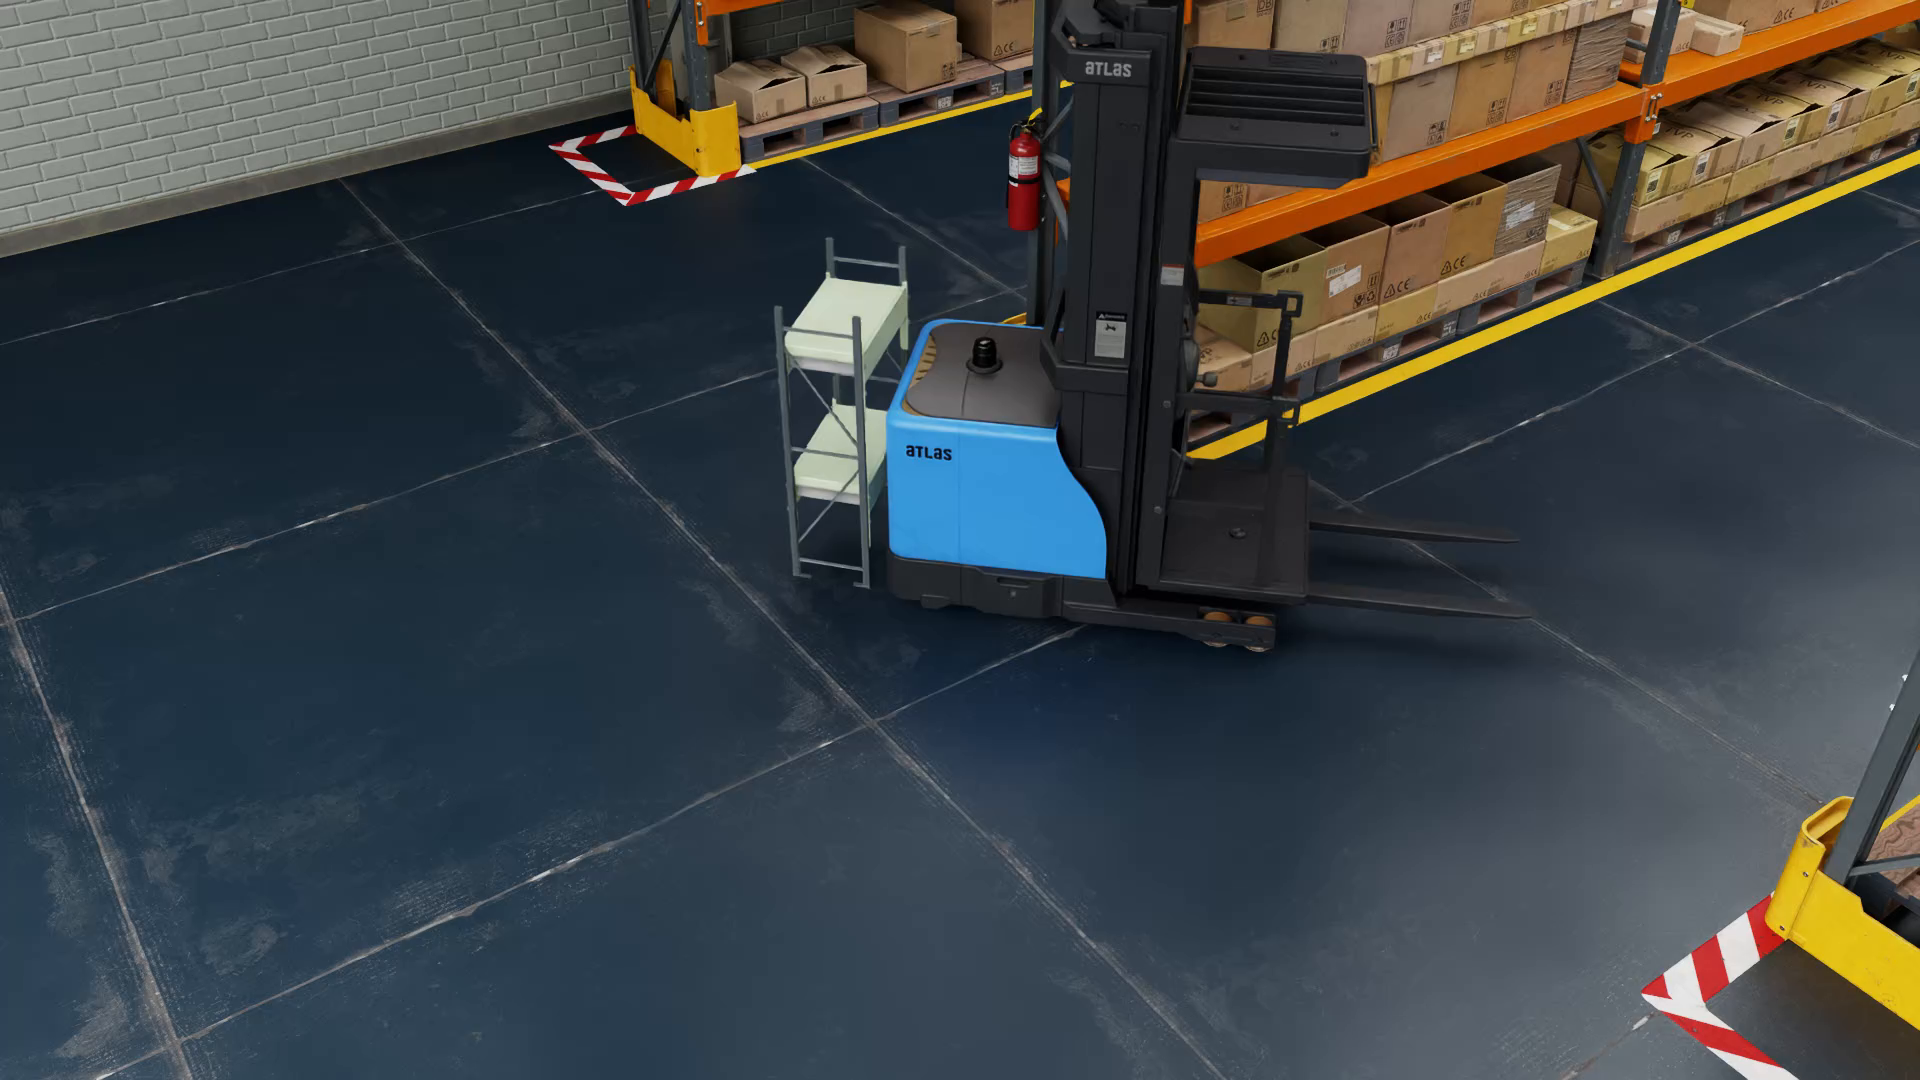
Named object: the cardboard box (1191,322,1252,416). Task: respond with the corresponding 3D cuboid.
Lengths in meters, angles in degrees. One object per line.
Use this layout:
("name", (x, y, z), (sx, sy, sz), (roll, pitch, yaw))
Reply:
("cardboard box", (1.275, -0.959, 9.323), (0.500, 0.250, 0.500), (-22, 41, -28))

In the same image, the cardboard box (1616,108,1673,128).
("cardboard box", (4.566, -2.909, 11.554), (0.500, 0.311, 0.500), (-21, 41, -27))

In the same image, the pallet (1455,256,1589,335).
("pallet", (3.304, -1.796, 10.880), (1.213, 0.211, 1.003), (-22, 41, -28))

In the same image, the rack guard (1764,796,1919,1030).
("rack guard", (3.594, 1.502, 6.047), (0.348, 0.500, 1.175), (-22, 41, -28))

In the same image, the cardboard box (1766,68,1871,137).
("cardboard box", (6.126, -3.163, 11.908), (0.500, 0.311, 0.500), (-23, 41, -28))

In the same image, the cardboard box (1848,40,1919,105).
("cardboard box", (6.962, -3.510, 12.389), (0.500, 0.311, 0.500), (-21, 41, -27))

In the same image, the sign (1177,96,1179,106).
("sign", (1.024, -1.947, 7.893), (0.005, 0.325, 0.100), (-22, 41, -28))

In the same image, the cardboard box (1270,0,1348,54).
("cardboard box", (1.568, -2.746, 8.616), (0.500, 0.500, 0.700), (-24, 42, -29))

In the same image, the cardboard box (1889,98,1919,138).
("cardboard box", (6.958, -3.282, 12.553), (0.500, 0.250, 0.500), (-21, 41, -27))

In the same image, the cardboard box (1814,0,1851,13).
("cardboard box", (5.886, -3.990, 11.456), (0.500, 0.500, 0.500), (-25, 42, -30))

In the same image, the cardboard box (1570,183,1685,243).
("cardboard box", (4.451, -2.248, 11.115), (0.500, 0.250, 0.500), (-23, 42, -29))

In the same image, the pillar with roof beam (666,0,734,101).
("pillar with roof beam", (0.406, -5.223, 8.118), (0.400, 9.000, 9.100), (-22, 41, -28))

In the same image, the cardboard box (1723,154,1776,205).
("cardboard box", (5.291, -2.594, 11.597), (0.500, 0.250, 0.500), (-24, 42, -29))

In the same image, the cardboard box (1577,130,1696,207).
("cardboard box", (4.460, -2.478, 10.955), (0.500, 0.311, 0.500), (-22, 41, -28))

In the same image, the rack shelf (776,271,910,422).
("rack shelf", (-0.544, -0.929, 7.901), (0.431, 0.370, 0.720), (9, 37, 12))

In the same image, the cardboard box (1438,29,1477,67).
("cardboard box", (2.625, -2.769, 9.203), (0.250, 0.149, 0.380), (-21, 41, -26))

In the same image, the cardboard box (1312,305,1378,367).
("cardboard box", (2.091, -1.297, 9.793), (0.500, 0.250, 0.500), (-22, 41, -28))

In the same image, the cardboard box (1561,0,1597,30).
("cardboard box", (3.464, -3.115, 9.684), (0.250, 0.149, 0.380), (-24, 42, -29))

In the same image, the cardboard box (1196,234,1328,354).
("cardboard box", (1.683, -1.433, 9.339), (0.500, 0.500, 0.500), (-22, 41, -28))

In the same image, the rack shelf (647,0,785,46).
("rack shelf", (-0.513, -4.574, 12.970), (4.000, 0.370, 1.077), (-22, 41, -28))

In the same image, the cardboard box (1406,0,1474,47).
("cardboard box", (2.389, -3.085, 9.086), (0.500, 0.500, 0.700), (-22, 41, -28))

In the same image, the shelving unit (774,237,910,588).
("shelving unit", (-0.544, -0.612, 8.129), (0.431, 1.500, 0.755), (9, 37, 12))

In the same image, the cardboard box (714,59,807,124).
("cardboard box", (-1.531, -3.470, 12.746), (0.500, 0.311, 0.500), (-28, 44, -33))

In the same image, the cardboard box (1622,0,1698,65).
("cardboard box", (4.356, -3.302, 10.713), (0.500, 0.250, 0.500), (-20, 40, -25))

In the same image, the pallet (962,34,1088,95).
("pallet", (0.593, -4.164, 14.172), (1.213, 0.211, 1.003), (-22, 41, -28))

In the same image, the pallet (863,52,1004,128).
("pallet", (-0.405, -3.751, 13.599), (1.213, 0.211, 1.003), (-22, 41, -28))

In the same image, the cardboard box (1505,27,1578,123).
("cardboard box", (3.192, -2.884, 9.918), (0.500, 0.500, 0.700), (-23, 42, -28))

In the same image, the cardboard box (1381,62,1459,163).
("cardboard box", (2.362, -2.544, 9.446), (0.500, 0.500, 0.700), (-21, 41, -27))

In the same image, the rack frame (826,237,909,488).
("rack frame", (-0.452, -0.818, 8.417), (0.400, 1.500, 0.023), (9, 37, 12))

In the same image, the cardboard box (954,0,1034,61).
("cardboard box", (0.296, -4.335, 13.785), (0.500, 0.500, 0.500), (-26, 43, -31))

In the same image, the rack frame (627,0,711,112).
("rack frame", (-2.148, -4.194, 11.825), (0.127, 3.000, 1.000), (-22, 41, -28))

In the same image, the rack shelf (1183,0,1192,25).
("rack shelf", (2.344, -3.429, 8.809), (4.000, 0.370, 1.077), (-22, 41, -28))

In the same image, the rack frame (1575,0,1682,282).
("rack frame", (3.978, -3.176, 10.410), (0.127, 3.000, 1.000), (-22, 41, -28))

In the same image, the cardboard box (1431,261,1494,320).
("cardboard box", (2.911, -1.631, 10.258), (0.500, 0.250, 0.500), (-22, 41, -28))

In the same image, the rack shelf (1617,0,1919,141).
("rack shelf", (5.613, -3.557, 11.556), (4.000, 0.370, 1.077), (-22, 41, -28))

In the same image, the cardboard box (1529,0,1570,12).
("cardboard box", (3.207, -3.420, 9.553), (0.500, 0.500, 0.700), (-22, 41, -28))

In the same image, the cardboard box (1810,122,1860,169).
("cardboard box", (6.126, -2.939, 12.077), (0.500, 0.250, 0.500), (-21, 41, -27))

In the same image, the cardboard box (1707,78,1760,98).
("cardboard box", (5.388, -3.243, 12.018), (0.500, 0.311, 0.500), (-23, 42, -28))

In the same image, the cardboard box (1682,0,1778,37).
("cardboard box", (5.046, -3.644, 10.976), (0.500, 0.500, 0.500), (-19, 40, -25))

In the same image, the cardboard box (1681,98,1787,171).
("cardboard box", (5.294, -2.819, 11.428), (0.500, 0.311, 0.500), (-24, 42, -29))

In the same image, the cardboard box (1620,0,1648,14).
("cardboard box", (3.879, -3.286, 9.922), (0.250, 0.149, 0.380), (-22, 41, -28))

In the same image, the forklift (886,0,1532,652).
("forklift", (1.214, -1.002, 7.446), (3.031, 2.935, 1.130), (6, 36, 8))

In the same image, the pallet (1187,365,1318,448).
("pallet", (1.310, -0.976, 9.739), (1.213, 0.211, 1.003), (-22, 41, -28))

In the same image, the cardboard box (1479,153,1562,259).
("cardboard box", (3.310, -2.112, 10.284), (0.500, 0.500, 0.500), (-22, 41, -28))

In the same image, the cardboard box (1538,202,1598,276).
("cardboard box", (3.725, -1.970, 10.729), (0.500, 0.250, 0.500), (-22, 41, -28))

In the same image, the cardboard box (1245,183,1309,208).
("cardboard box", (1.524, -2.201, 8.969), (0.500, 0.500, 0.700), (-21, 41, -27))

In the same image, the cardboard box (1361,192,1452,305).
("cardboard box", (2.503, -1.767, 9.804), (0.500, 0.500, 0.500), (-22, 41, -28))

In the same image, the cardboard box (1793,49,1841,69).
("cardboard box", (6.226, -3.587, 12.496), (0.500, 0.311, 0.500), (-23, 42, -29))

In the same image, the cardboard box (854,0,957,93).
("cardboard box", (-0.436, -3.962, 13.267), (0.500, 0.500, 0.700), (-25, 43, -31))

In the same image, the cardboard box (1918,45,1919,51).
("cardboard box", (7.785, -3.702, 12.906), (0.500, 0.500, 0.500), (-21, 41, -26))

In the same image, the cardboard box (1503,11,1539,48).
("cardboard box", (3.047, -2.945, 9.448), (0.250, 0.149, 0.380), (-23, 41, -28))

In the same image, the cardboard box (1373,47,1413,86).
("cardboard box", (2.205, -2.598, 8.965), (0.250, 0.149, 0.380), (-23, 42, -28))

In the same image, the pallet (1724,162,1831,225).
("pallet", (5.556, -2.723, 12.169), (1.213, 0.211, 1.003), (-22, 41, -28))
